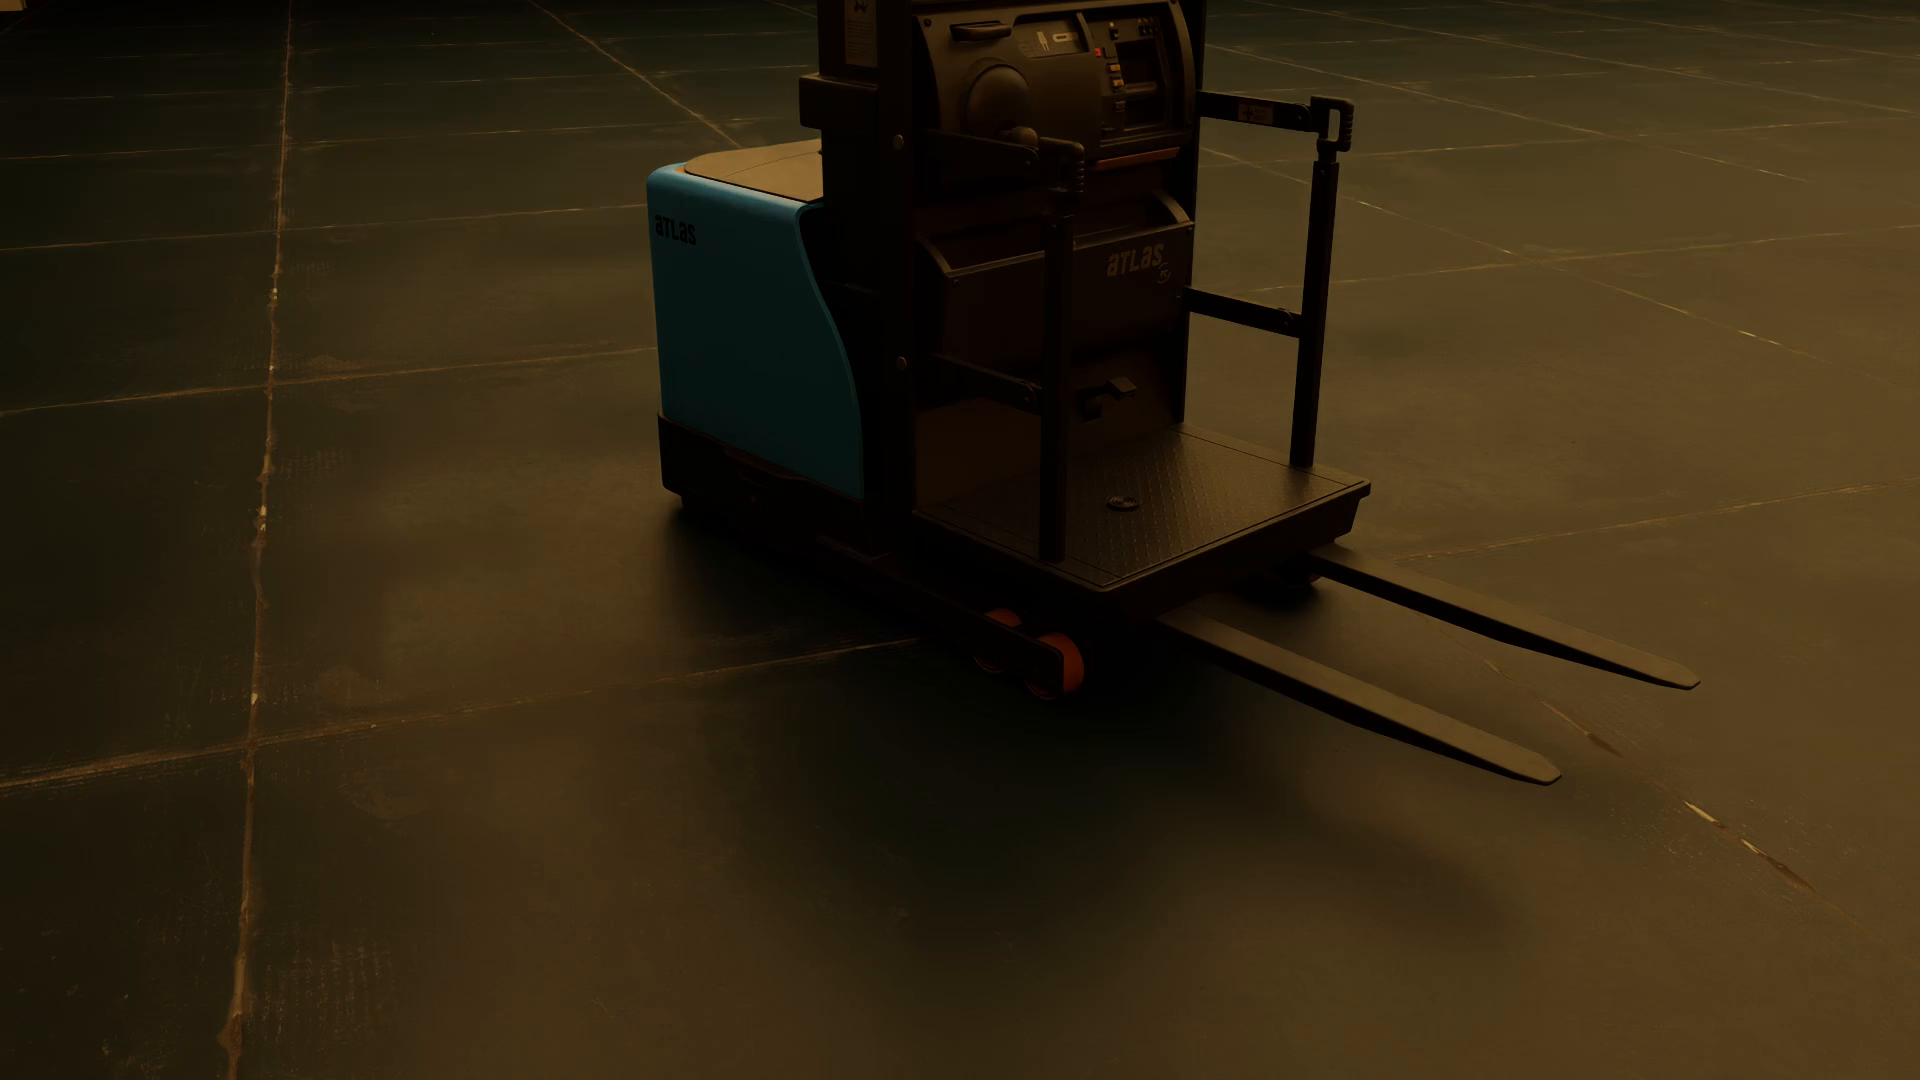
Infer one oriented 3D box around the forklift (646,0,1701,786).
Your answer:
[{"bbox_3d":[0.409,-1.176,4.096,1.130,2.935,3.031,-19,30,-38],"label":"forklift"}]
